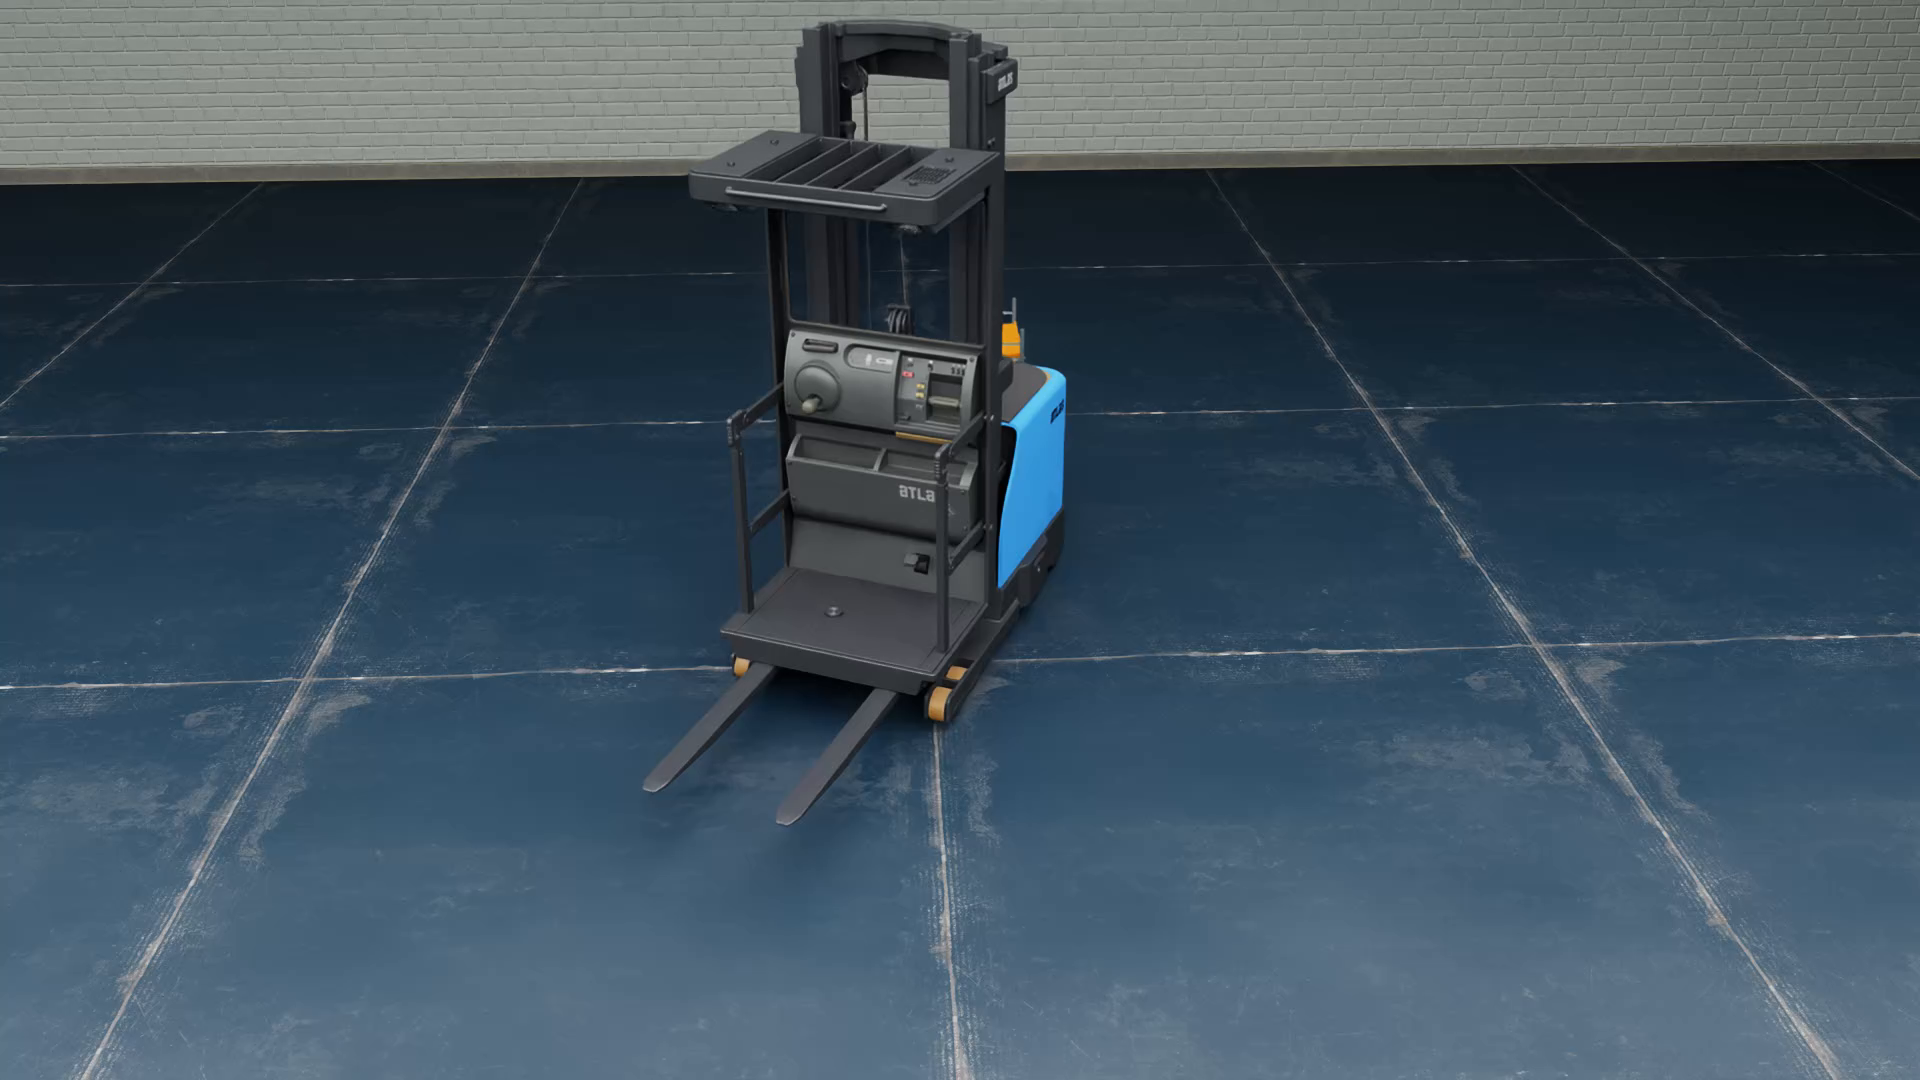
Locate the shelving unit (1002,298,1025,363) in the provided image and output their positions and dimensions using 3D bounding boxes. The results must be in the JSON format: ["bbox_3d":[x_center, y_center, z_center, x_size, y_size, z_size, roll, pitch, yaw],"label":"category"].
[{"bbox_3d":[0.206,-0.693,9.282,0.258,1.200,0.503,-2,28,-3],"label":"shelving unit"}]

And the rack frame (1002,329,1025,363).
[{"bbox_3d":[0.221,-0.581,9.066,0.240,1.200,0.015,-2,28,-3],"label":"rack frame"}]

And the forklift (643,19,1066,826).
[{"bbox_3d":[-0.442,-0.678,7.381,1.130,2.935,3.031,10,29,19],"label":"forklift"}]

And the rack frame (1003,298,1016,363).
[{"bbox_3d":[0.192,-0.806,9.498,0.240,1.200,0.015,-2,28,-3],"label":"rack frame"}]

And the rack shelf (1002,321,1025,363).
[{"bbox_3d":[0.206,-1.042,9.100,0.258,0.148,0.480,-2,28,-3],"label":"rack shelf"}]
